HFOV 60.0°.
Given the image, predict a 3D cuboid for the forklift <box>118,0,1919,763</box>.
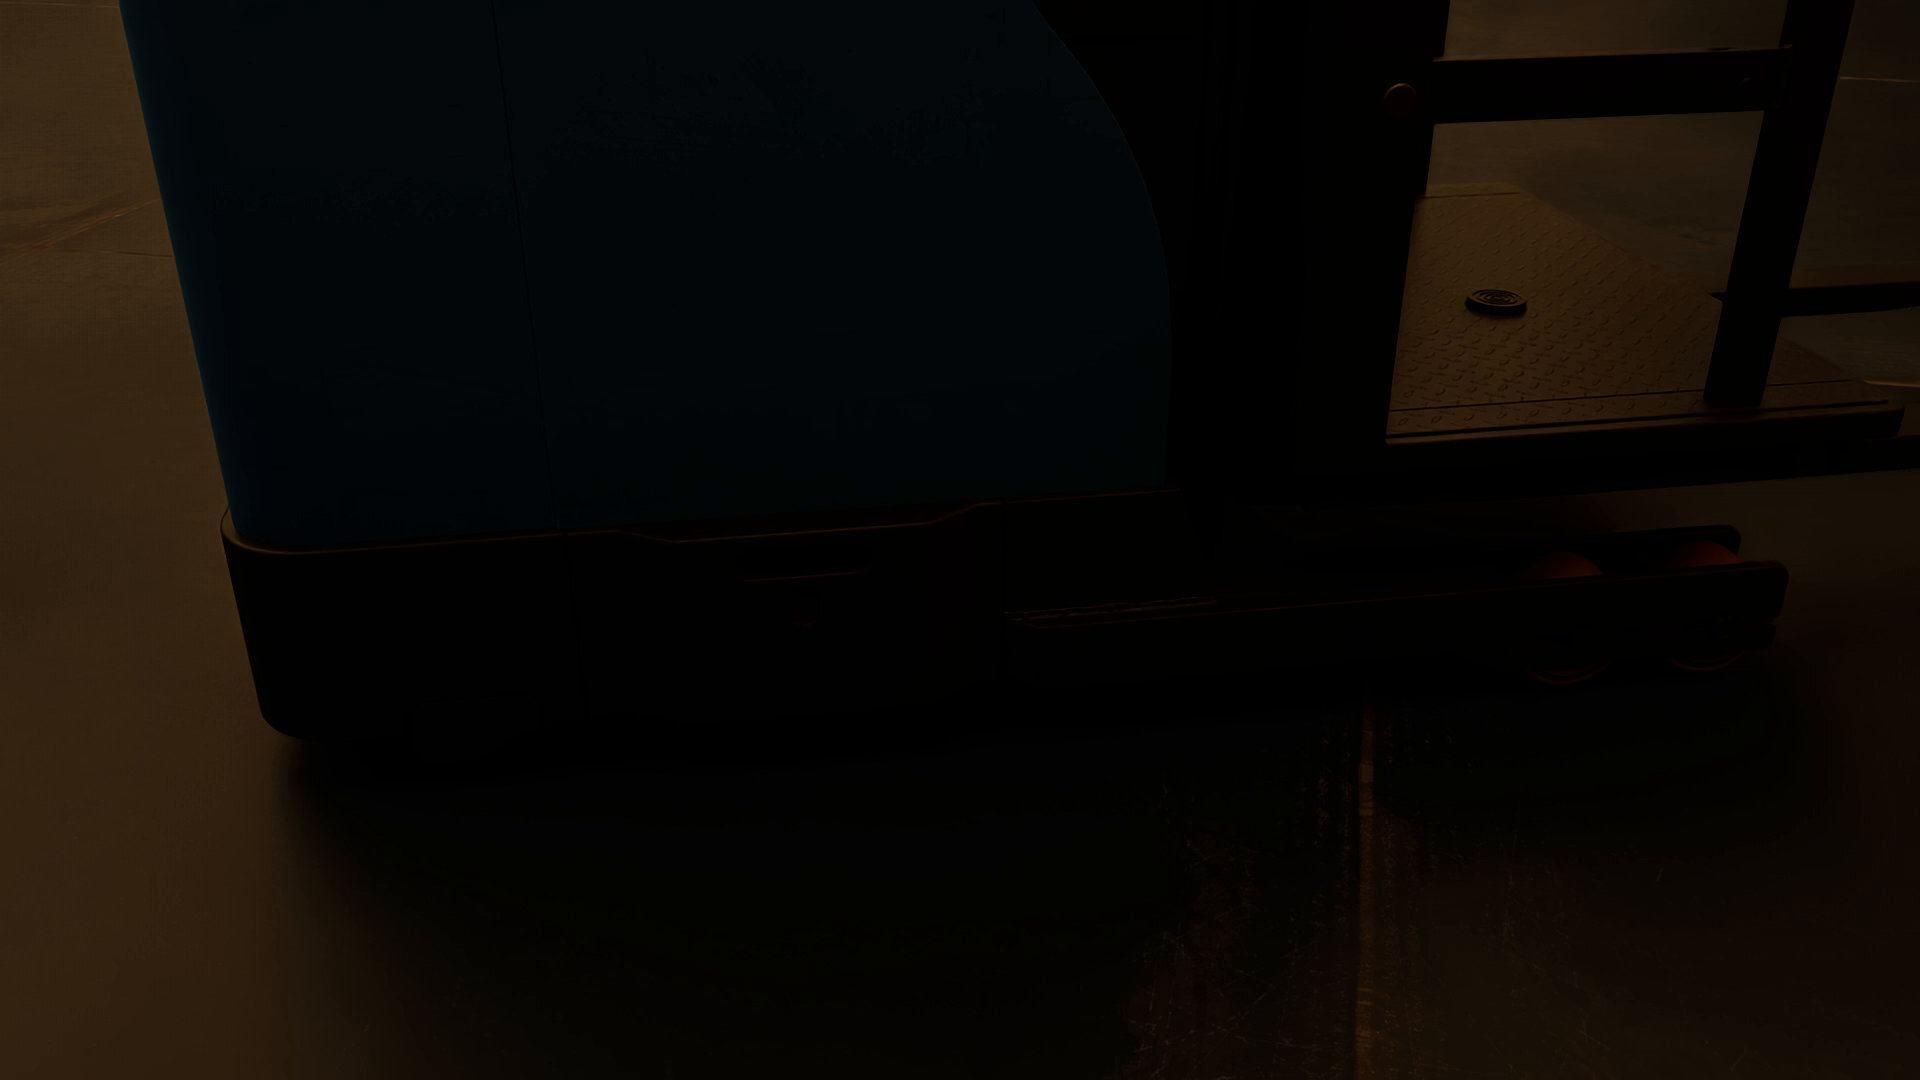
[{"bbox_3d":[0.600,-1.354,1.930,3.031,2.935,1.130,-4,27,-9],"label":"forklift"}]
